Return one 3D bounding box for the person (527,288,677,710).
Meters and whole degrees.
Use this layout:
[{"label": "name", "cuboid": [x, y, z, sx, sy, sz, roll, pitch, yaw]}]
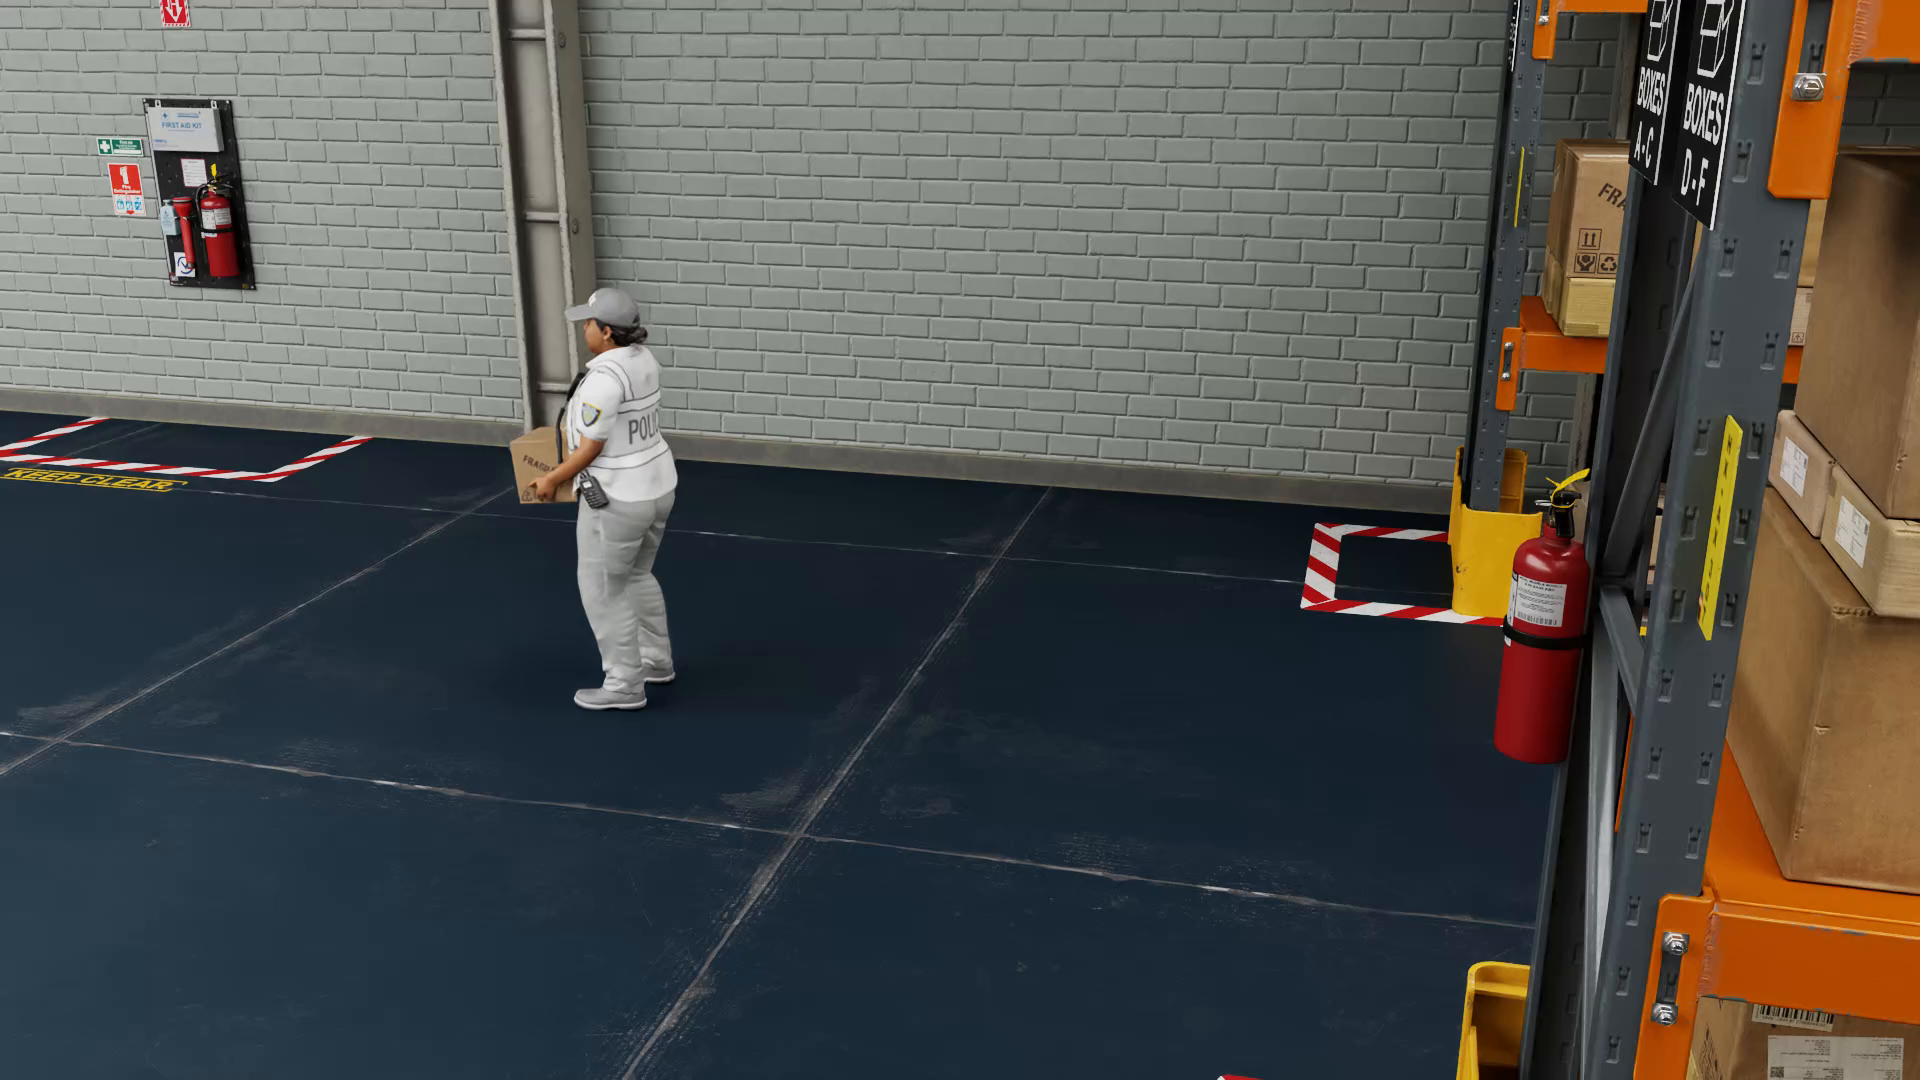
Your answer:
[{"label": "person", "cuboid": [-1.395, -0.167, 6.548, 0.531, 1.666, 0.476, 4, 19, 13]}]
